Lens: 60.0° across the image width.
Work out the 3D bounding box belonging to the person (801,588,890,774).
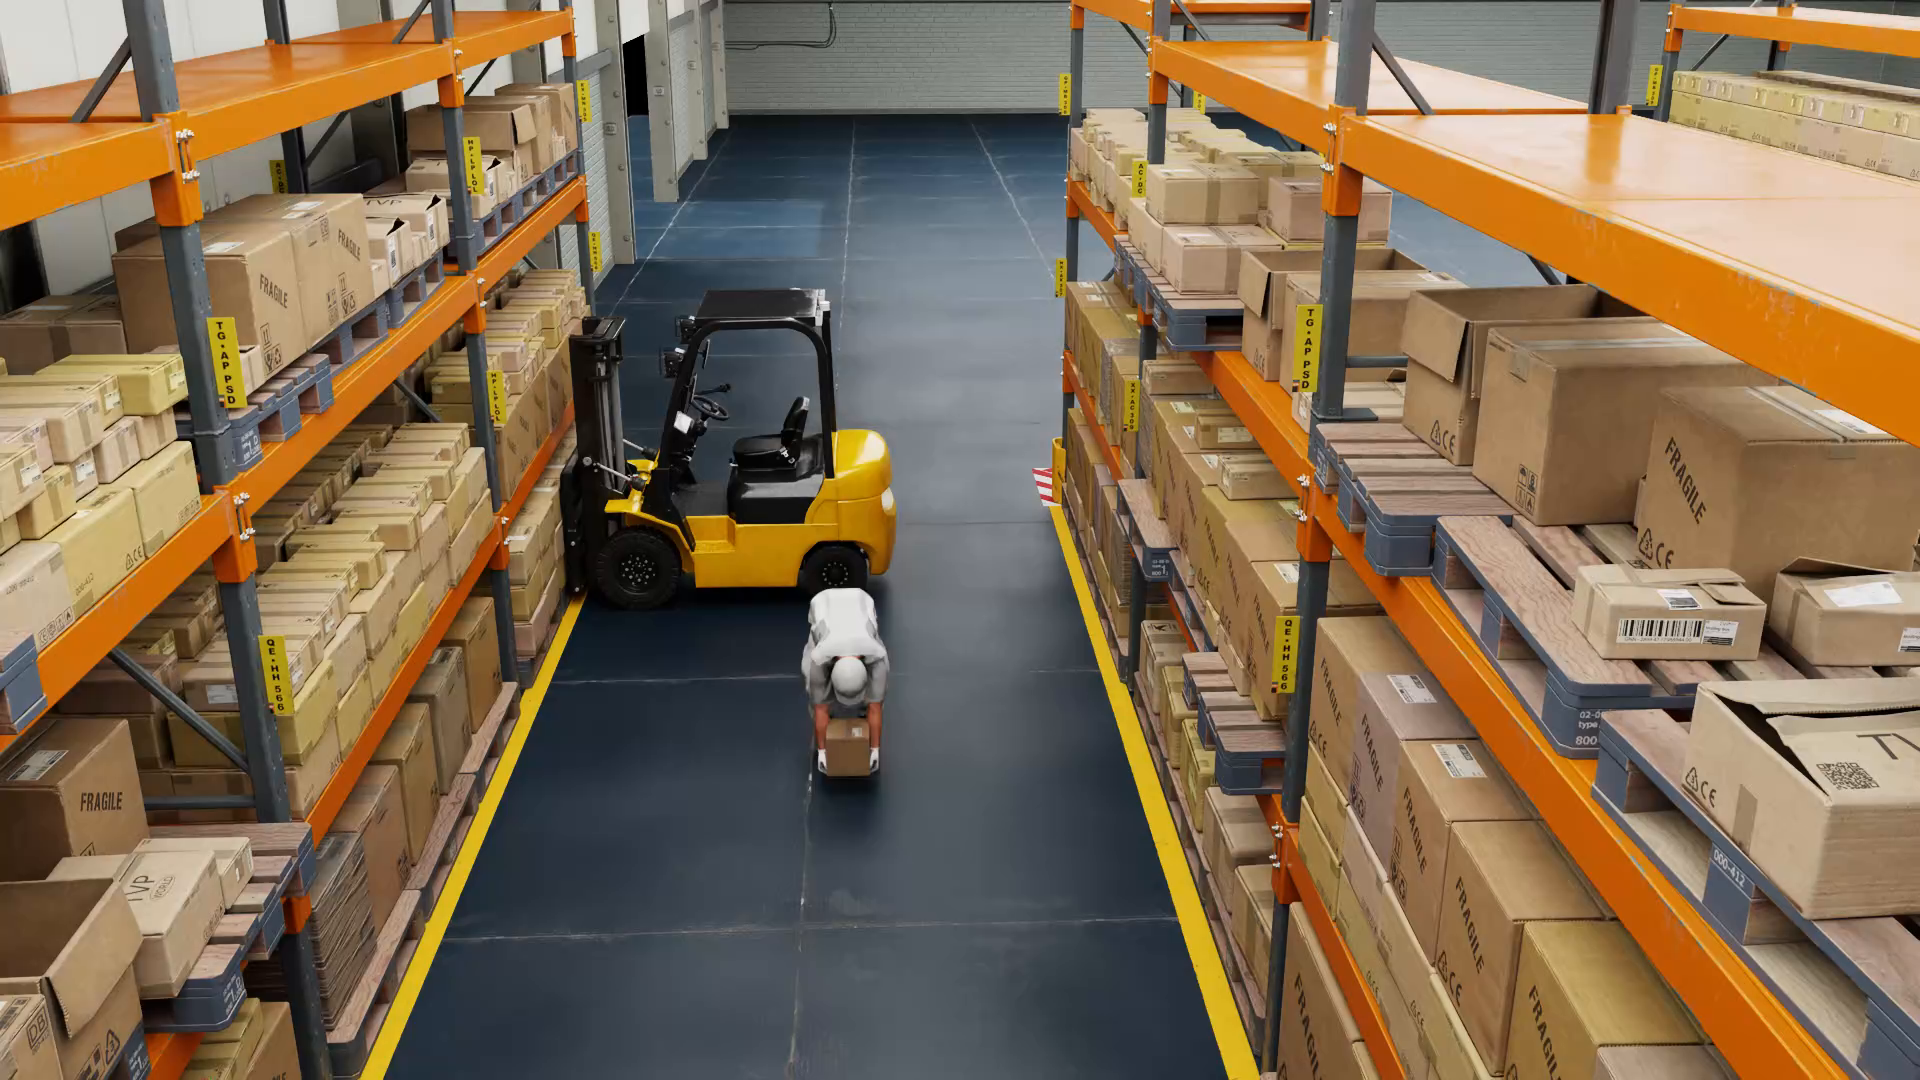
[{"bbox_3d":[-0.669,0.857,9.828,0.527,1.011,0.952,-2,20,-6],"label":"person"}]
